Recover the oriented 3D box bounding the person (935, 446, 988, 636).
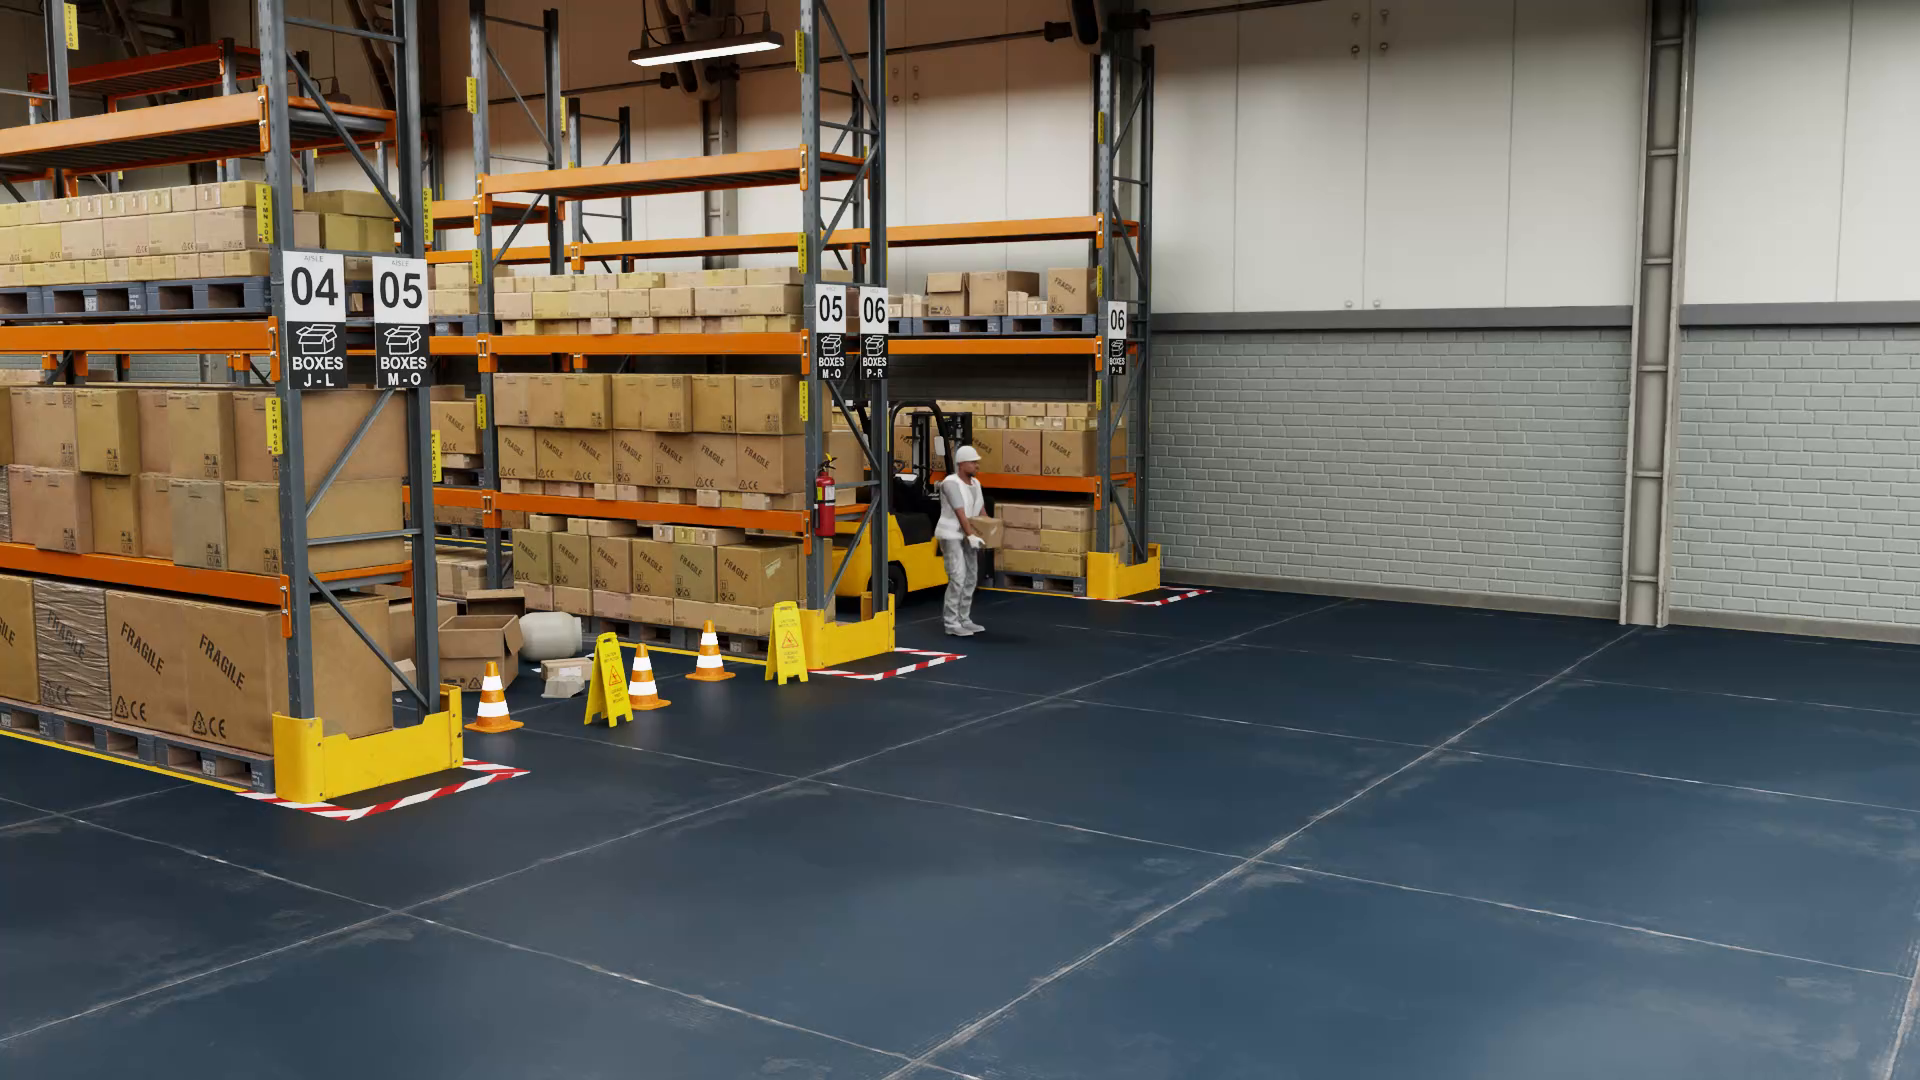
[{"bbox_3d":[0.076,0.004,15.634,0.581,1.773,0.492,4,7,32],"label":"person"}]
